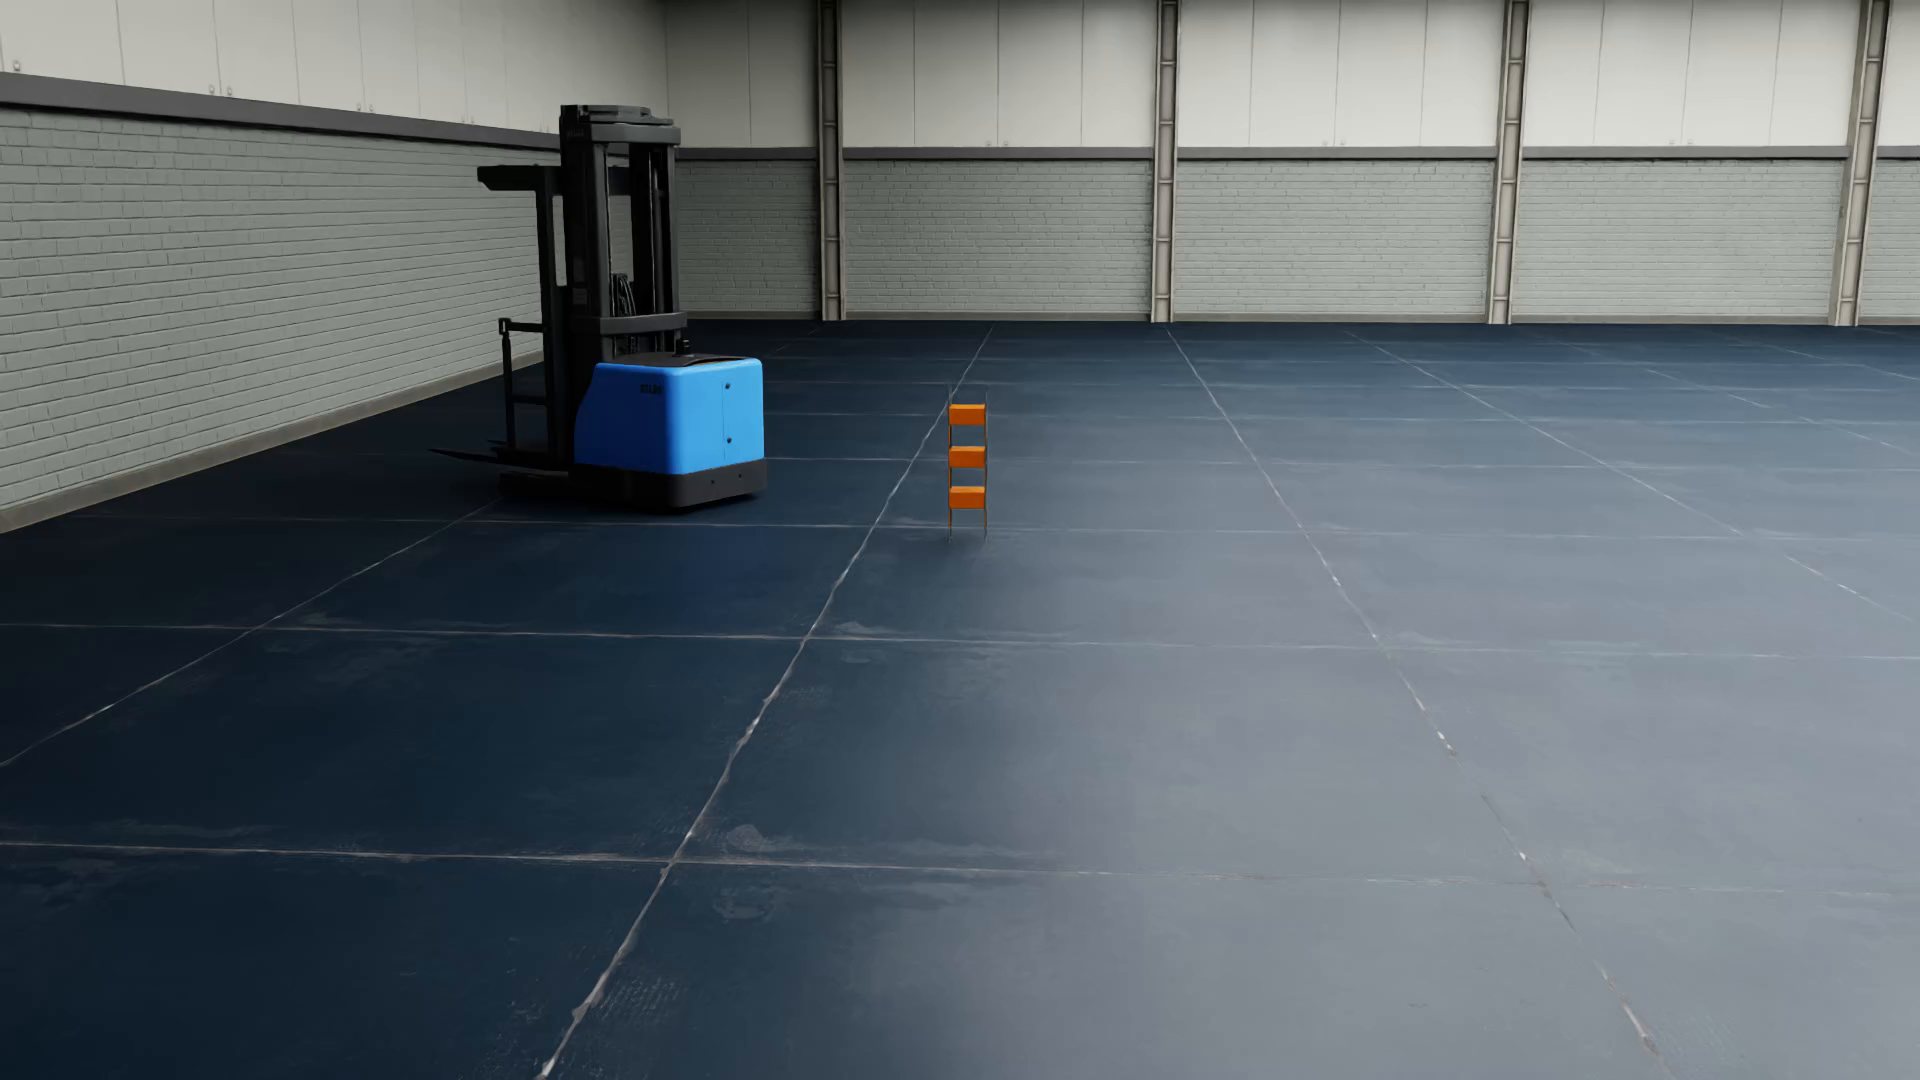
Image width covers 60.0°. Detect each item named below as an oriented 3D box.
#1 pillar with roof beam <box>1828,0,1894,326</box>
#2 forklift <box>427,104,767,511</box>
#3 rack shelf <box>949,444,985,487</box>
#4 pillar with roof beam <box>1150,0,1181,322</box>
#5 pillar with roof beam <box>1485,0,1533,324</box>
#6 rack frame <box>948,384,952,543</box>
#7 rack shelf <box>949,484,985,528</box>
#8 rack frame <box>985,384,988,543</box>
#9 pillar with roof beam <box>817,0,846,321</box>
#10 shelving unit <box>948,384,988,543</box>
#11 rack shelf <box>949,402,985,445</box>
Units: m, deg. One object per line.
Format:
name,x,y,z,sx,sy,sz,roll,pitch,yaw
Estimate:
pillar with roof beam,15.351,-7.333,24.344,0.400,9.000,9.100,1,12,4
forklift,-2.992,-1.856,12.981,3.031,2.935,1.130,8,14,34
rack shelf,0.053,-0.503,11.159,0.240,0.259,0.215,1,12,4
pillar with roof beam,3.378,-7.497,25.129,0.400,9.000,9.100,1,12,4
pillar with roof beam,9.365,-7.415,24.737,0.400,9.000,9.100,1,12,4
rack frame,-0.068,-0.515,11.165,0.008,1.050,0.200,1,12,4
rack shelf,0.053,-0.231,11.216,0.240,0.259,0.215,1,12,4
rack frame,0.175,-0.511,11.149,0.008,1.050,0.200,1,12,4
pillar with roof beam,-2.608,-7.579,25.522,0.400,9.000,9.100,1,12,4
shelving unit,0.053,-0.513,11.157,0.252,1.050,0.215,1,12,4
rack shelf,0.053,-0.781,11.101,0.240,0.259,0.215,1,12,4
